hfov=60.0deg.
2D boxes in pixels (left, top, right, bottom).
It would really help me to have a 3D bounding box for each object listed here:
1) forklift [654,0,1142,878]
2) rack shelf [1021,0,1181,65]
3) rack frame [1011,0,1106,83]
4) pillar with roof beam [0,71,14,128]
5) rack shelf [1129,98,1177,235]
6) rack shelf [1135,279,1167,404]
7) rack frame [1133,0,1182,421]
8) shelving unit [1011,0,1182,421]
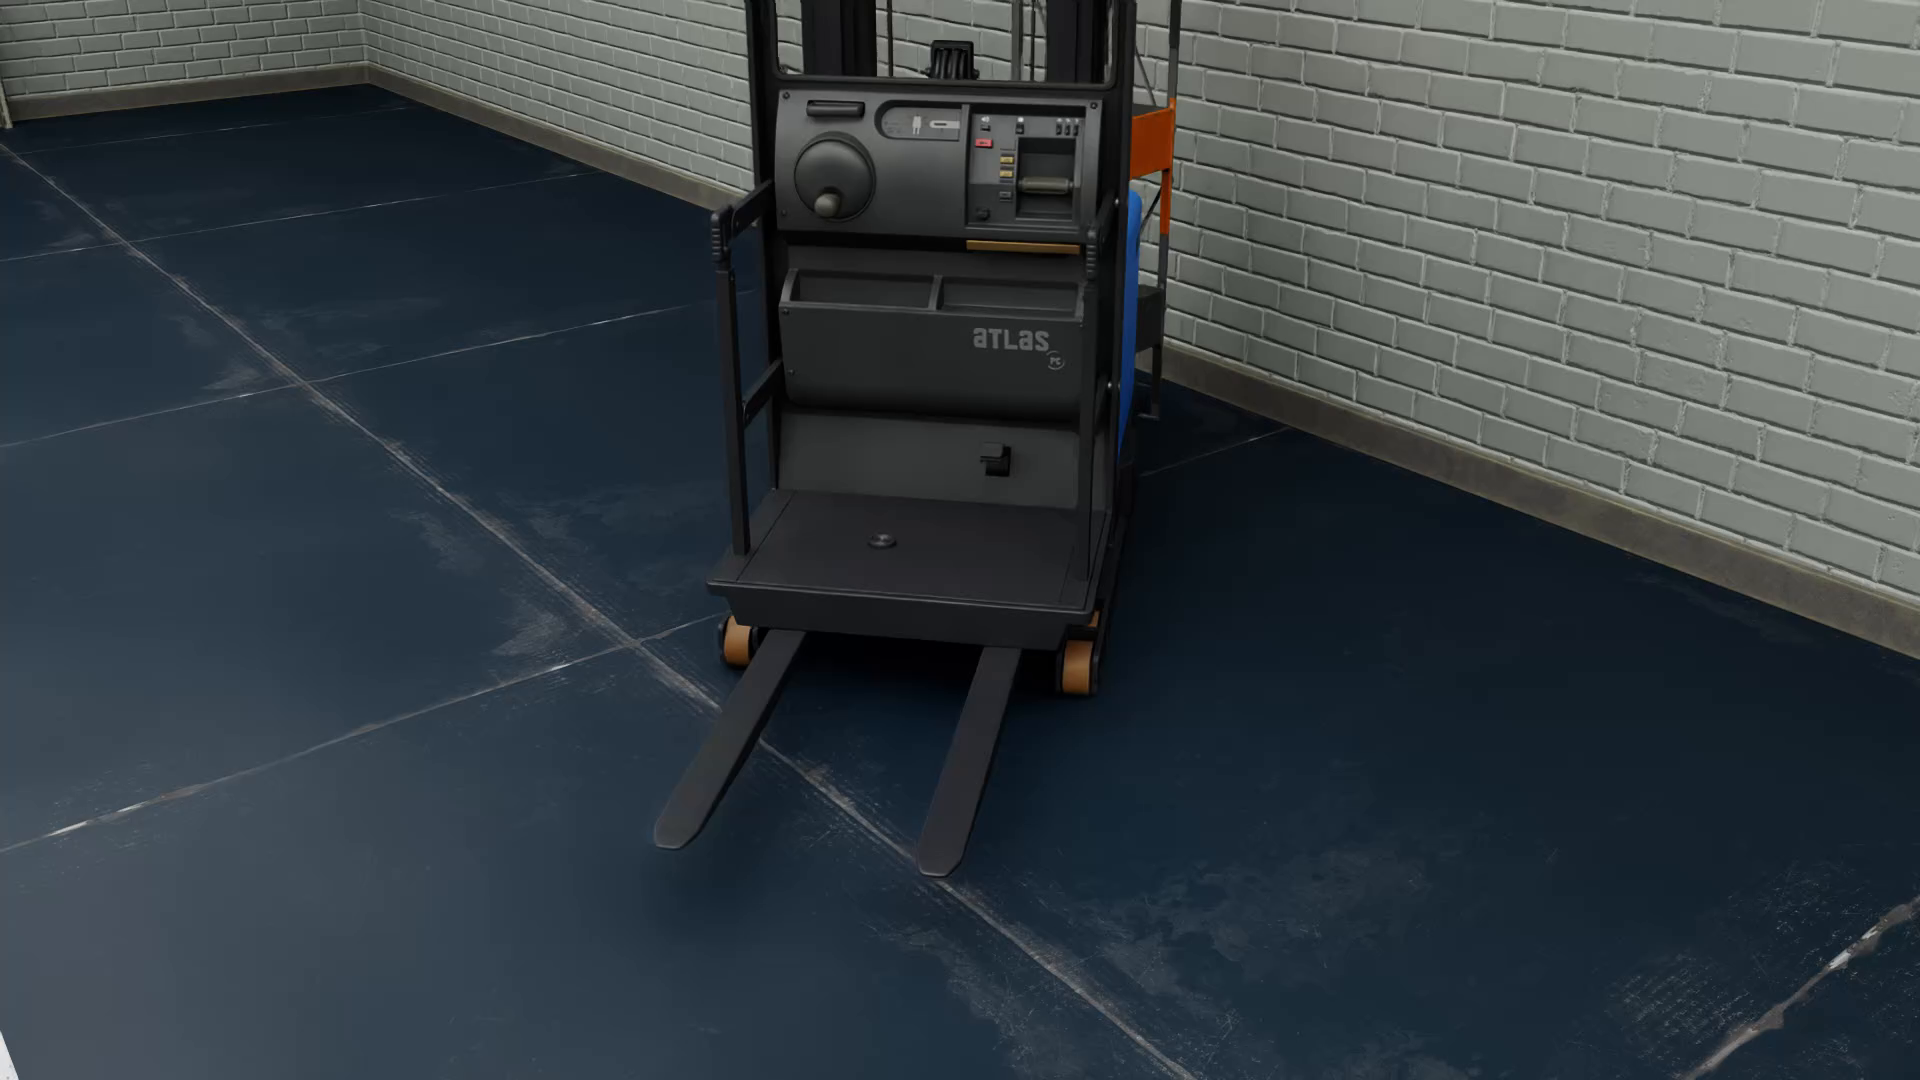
[{"bbox_3d":[-0.101,-1.043,4.516,1.130,2.935,3.031,4,25,9],"label":"forklift"},{"bbox_3d":[0.502,-2.036,6.012,0.431,0.518,0.480,19,31,35],"label":"rack shelf"},{"bbox_3d":[0.347,-1.334,6.130,0.400,2.100,0.015,19,31,35],"label":"rack frame"},{"bbox_3d":[-4.621,-5.717,7.380,0.400,9.000,9.100,-18,31,-34],"label":"pillar with roof beam"},{"bbox_3d":[0.502,-1.401,6.307,0.431,0.518,0.480,19,31,35],"label":"rack shelf"},{"bbox_3d":[0.502,-0.766,6.602,0.431,0.518,0.480,19,31,35],"label":"rack shelf"},{"bbox_3d":[0.656,-1.493,6.473,0.400,2.100,0.015,19,31,35],"label":"rack frame"},{"bbox_3d":[0.502,-1.413,6.301,0.431,2.100,0.503,19,31,35],"label":"shelving unit"}]
